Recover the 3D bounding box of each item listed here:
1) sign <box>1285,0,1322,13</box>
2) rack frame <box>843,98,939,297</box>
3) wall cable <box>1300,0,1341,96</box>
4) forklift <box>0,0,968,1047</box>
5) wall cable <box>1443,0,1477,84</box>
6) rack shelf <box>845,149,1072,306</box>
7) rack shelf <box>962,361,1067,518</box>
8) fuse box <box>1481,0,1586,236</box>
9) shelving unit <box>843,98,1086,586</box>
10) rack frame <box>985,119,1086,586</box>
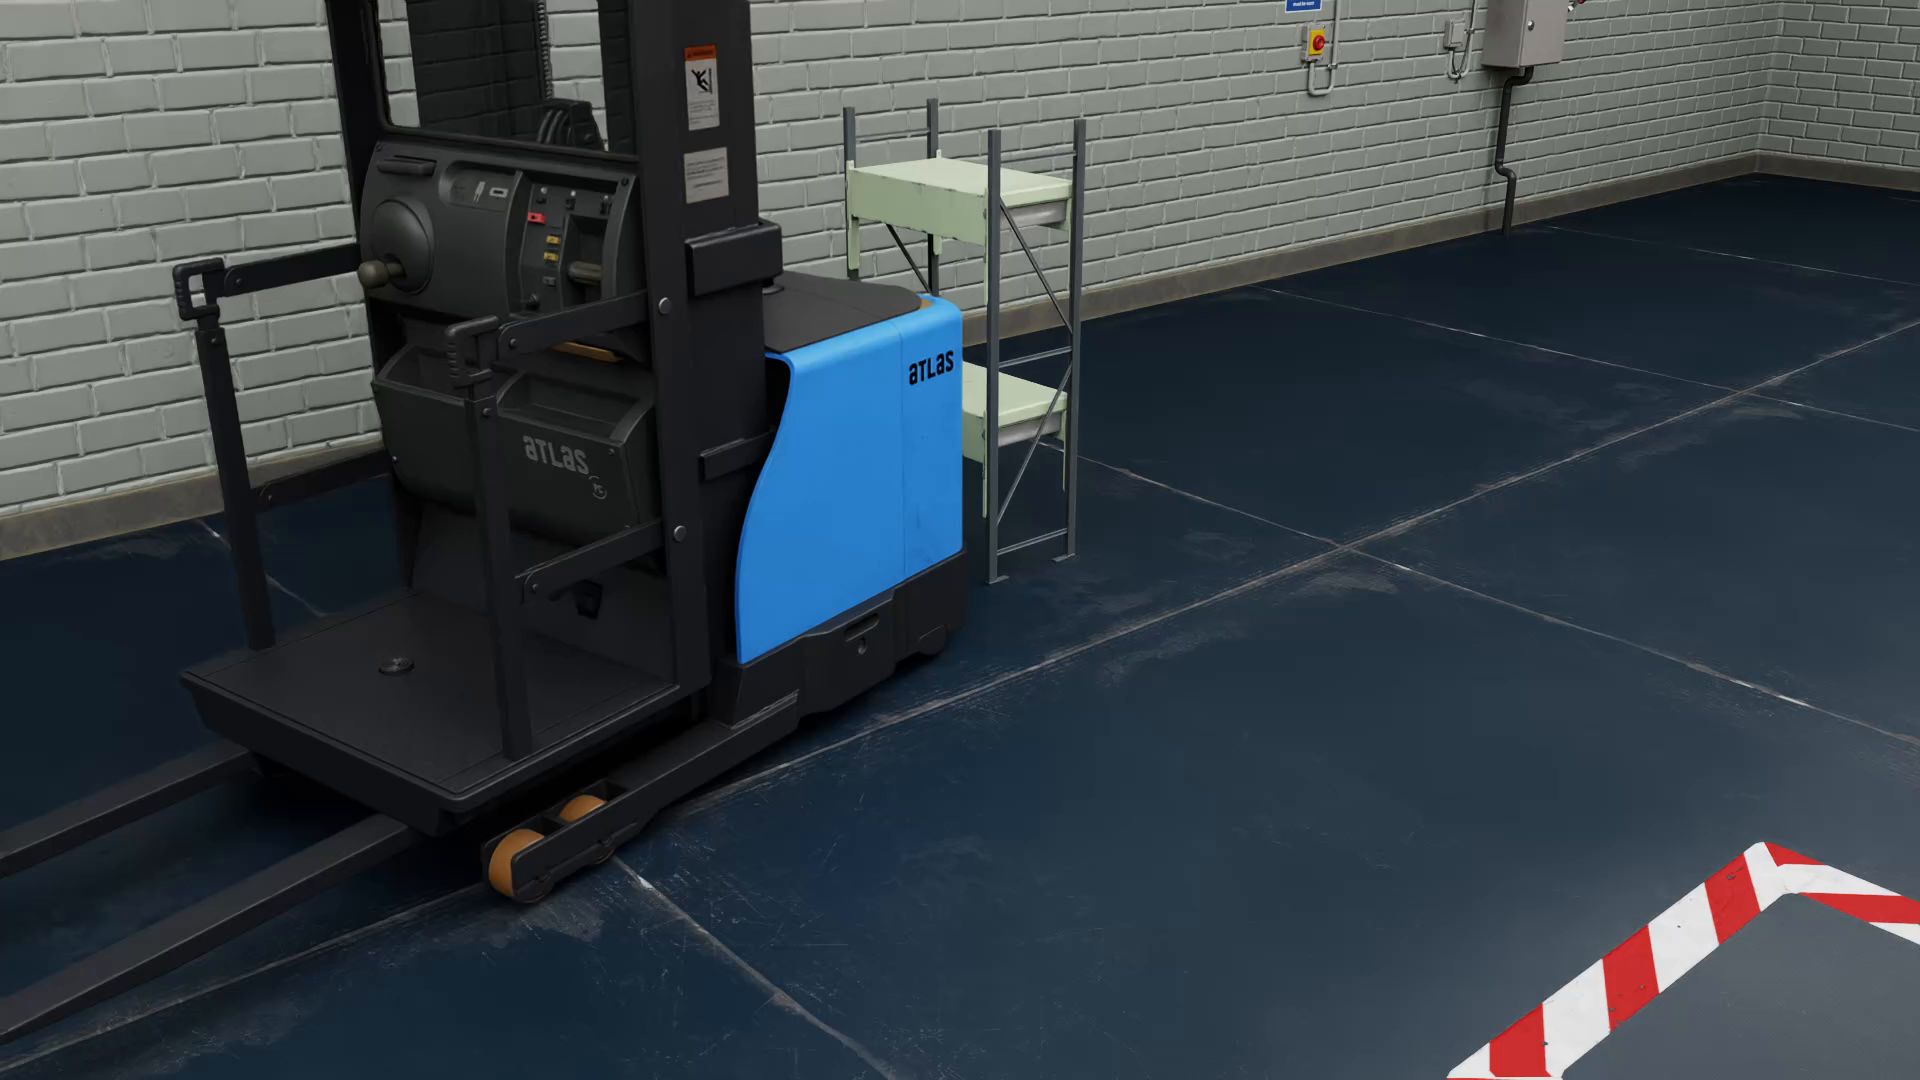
[{"bbox_3d":[1.967,-3.130,9.493,0.327,0.218,0.001,-17,27,-37],"label":"sign"},{"bbox_3d":[-0.235,-0.798,5.964,0.400,1.500,0.023,-17,27,-37],"label":"rack frame"},{"bbox_3d":[2.044,-3.487,9.337,0.585,1.953,0.123,-17,27,-37],"label":"wall cable"},{"bbox_3d":[-1.244,-0.726,3.820,1.130,2.935,3.031,15,26,33],"label":"forklift"},{"bbox_3d":[3.111,-3.813,10.213,0.588,1.984,0.122,-17,27,-37],"label":"wall cable"},{"bbox_3d":[0.004,-1.060,5.563,0.431,0.370,0.720,-17,27,-37],"label":"rack shelf"},{"bbox_3d":[0.004,-0.393,5.825,0.431,0.370,0.720,-17,27,-37],"label":"rack shelf"},{"bbox_3d":[3.731,-2.859,10.937,0.539,1.711,0.414,-17,27,-37],"label":"fuse box"},{"bbox_3d":[0.004,-0.697,5.706,0.431,1.500,0.755,-17,27,-37],"label":"shelving unit"},{"bbox_3d":[0.243,-0.595,5.448,0.400,1.500,0.023,-17,27,-37],"label":"rack frame"}]
